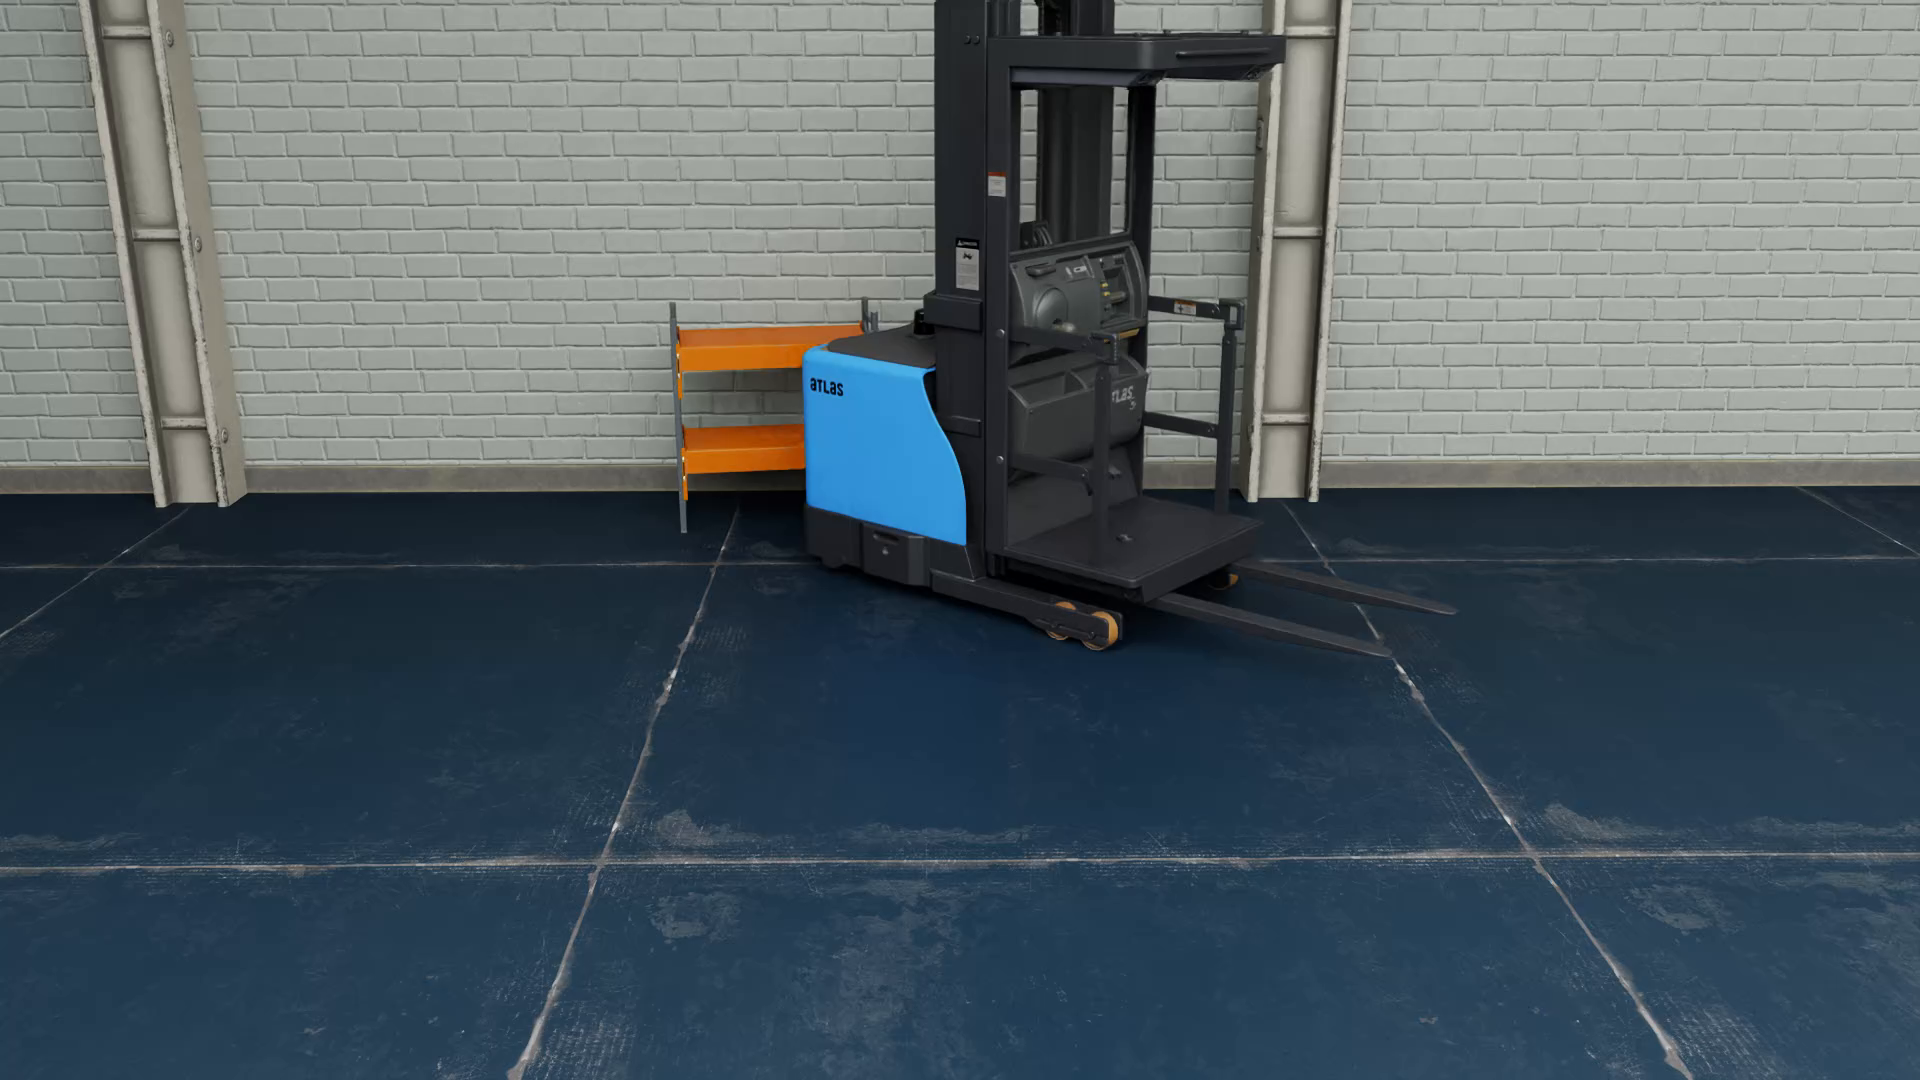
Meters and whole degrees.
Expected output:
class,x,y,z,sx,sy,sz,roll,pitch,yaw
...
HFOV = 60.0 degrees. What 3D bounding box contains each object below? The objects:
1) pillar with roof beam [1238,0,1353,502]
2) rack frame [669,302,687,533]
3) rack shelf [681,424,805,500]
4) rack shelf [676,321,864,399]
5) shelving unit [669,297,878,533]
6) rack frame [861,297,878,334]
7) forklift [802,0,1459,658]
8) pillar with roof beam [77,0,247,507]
class,x,y,z,sx,sy,sz,roll,pitch,yaw
pillar with roof beam,1.853,-3.227,3.876,0.400,9.000,9.100,0,18,-1
rack frame,-1.478,-0.647,8.723,0.032,1.125,0.500,-3,18,-9
rack shelf,-0.976,-0.439,8.876,1.000,0.278,0.538,-3,18,-9
rack shelf,-0.976,-0.951,8.712,1.000,0.278,0.538,-3,18,-9
shelving unit,-0.976,-0.672,8.801,1.048,1.125,0.538,-3,18,-9
rack frame,-0.475,-0.697,8.880,0.032,1.125,0.500,-3,18,-9
forklift,0.694,-1.105,7.195,3.031,2.935,1.130,14,23,37
pillar with roof beam,-4.146,-3.198,3.786,0.400,9.000,9.100,0,18,-1
